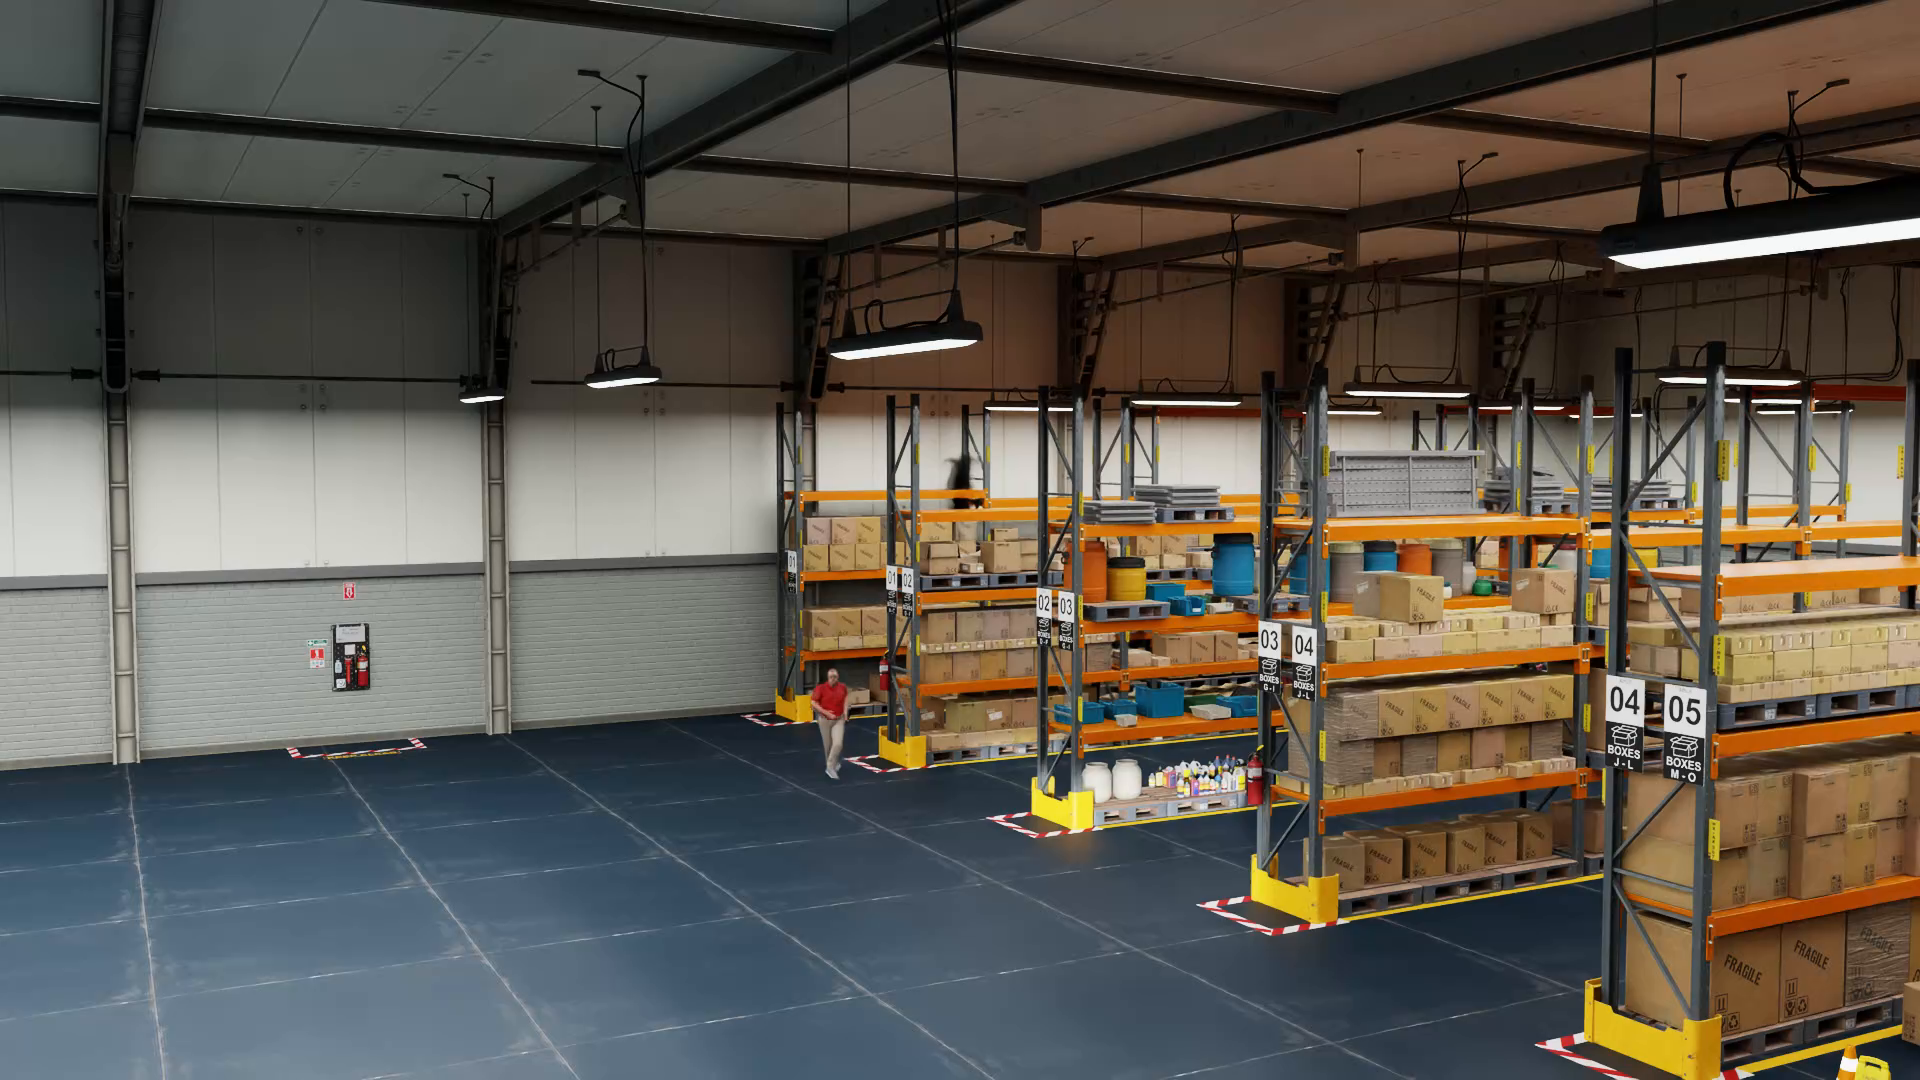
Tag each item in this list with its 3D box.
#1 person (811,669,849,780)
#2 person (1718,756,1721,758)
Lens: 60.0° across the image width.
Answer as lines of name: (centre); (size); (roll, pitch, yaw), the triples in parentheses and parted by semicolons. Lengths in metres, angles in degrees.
person: (-2.041, 2.843, 26.061); (0.630, 1.711, 0.833); (-1, 3, -12)
person: (8.431, 3.231, 18.554); (0.679, 1.751, 0.731); (-2, 4, -28)
